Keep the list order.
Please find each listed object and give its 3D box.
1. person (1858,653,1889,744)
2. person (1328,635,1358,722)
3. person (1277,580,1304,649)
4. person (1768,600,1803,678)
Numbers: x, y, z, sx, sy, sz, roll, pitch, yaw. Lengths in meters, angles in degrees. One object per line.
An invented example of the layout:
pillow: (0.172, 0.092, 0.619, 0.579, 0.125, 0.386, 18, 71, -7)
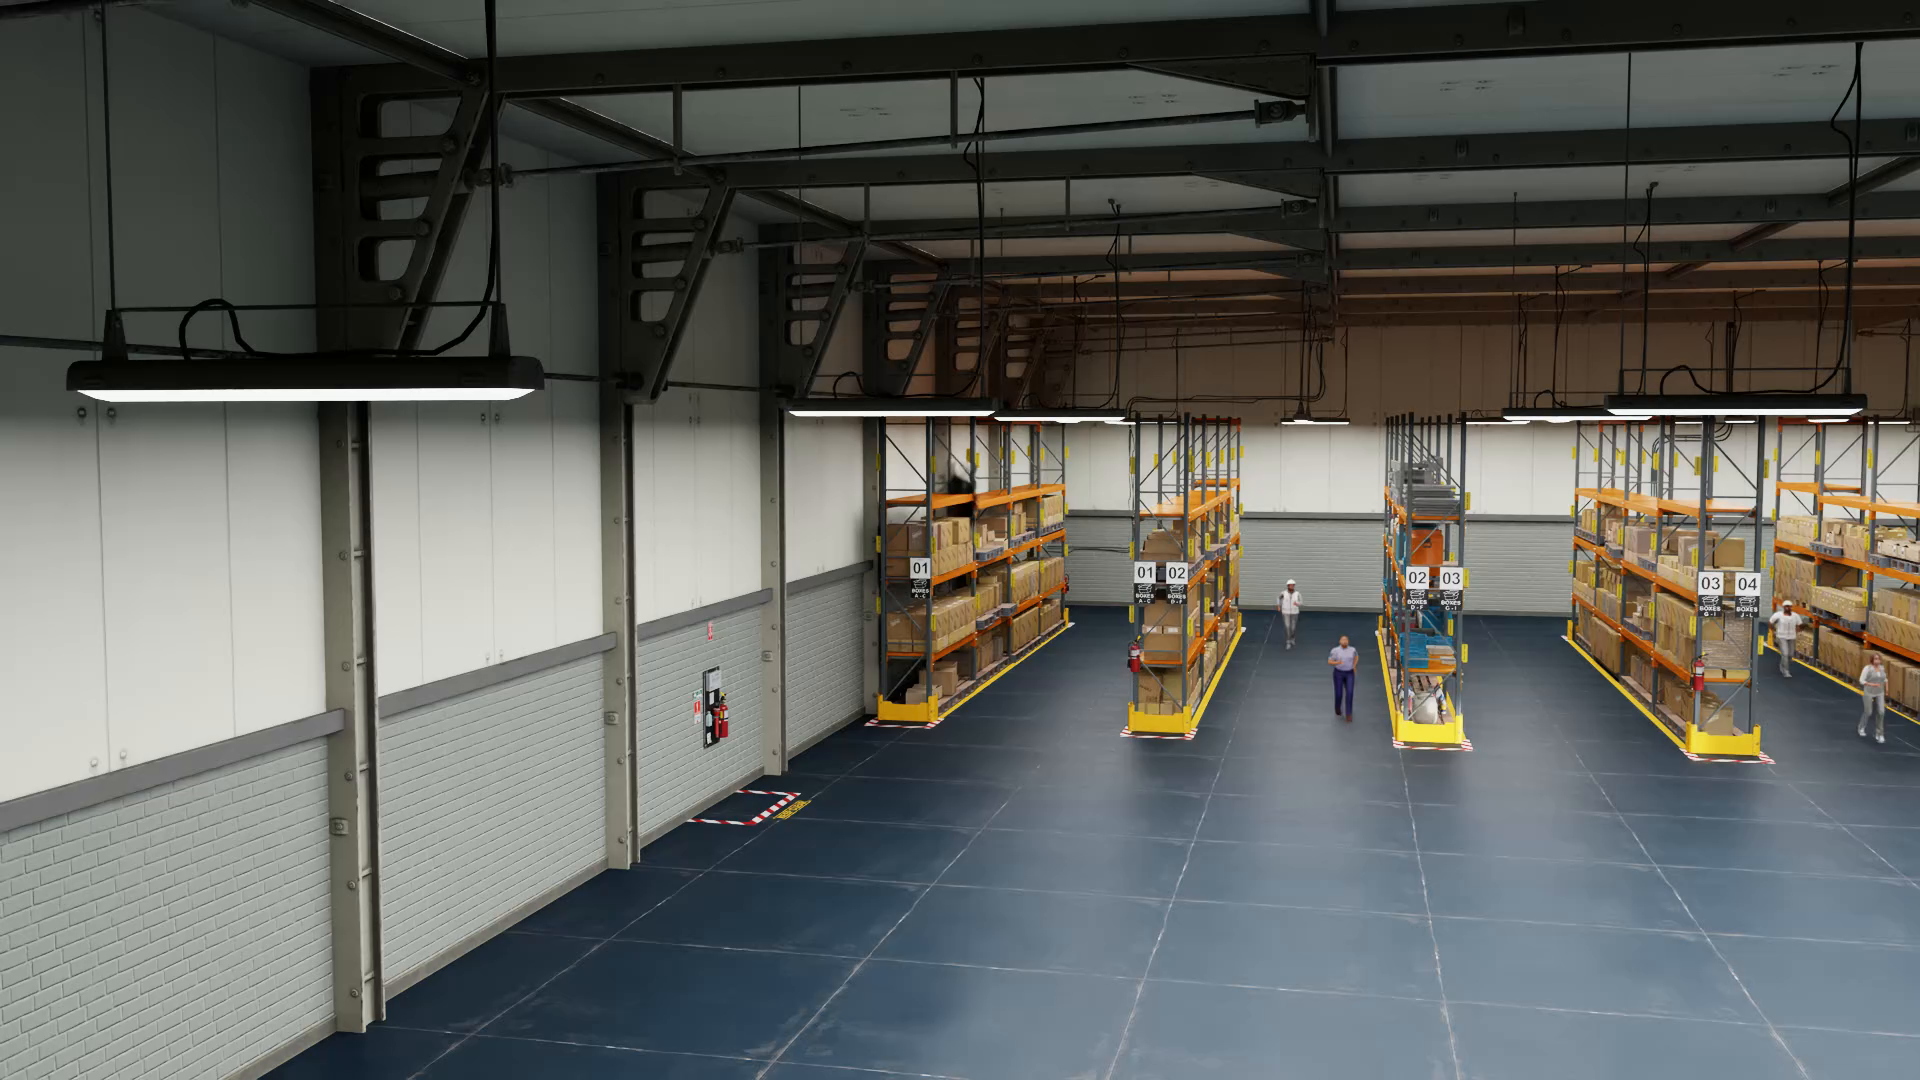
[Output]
person: (16.683, 2.873, 30.375, 0.559, 1.655, 0.720, 0, 4, 5)
person: (7.500, 2.769, 32.508, 0.602, 1.444, 0.913, 0, 4, 6)
person: (8.575, 1.903, 43.149, 0.672, 1.752, 0.987, 0, 4, 5)
person: (18.982, 2.255, 38.193, 0.722, 1.757, 0.835, 0, 4, 6)
